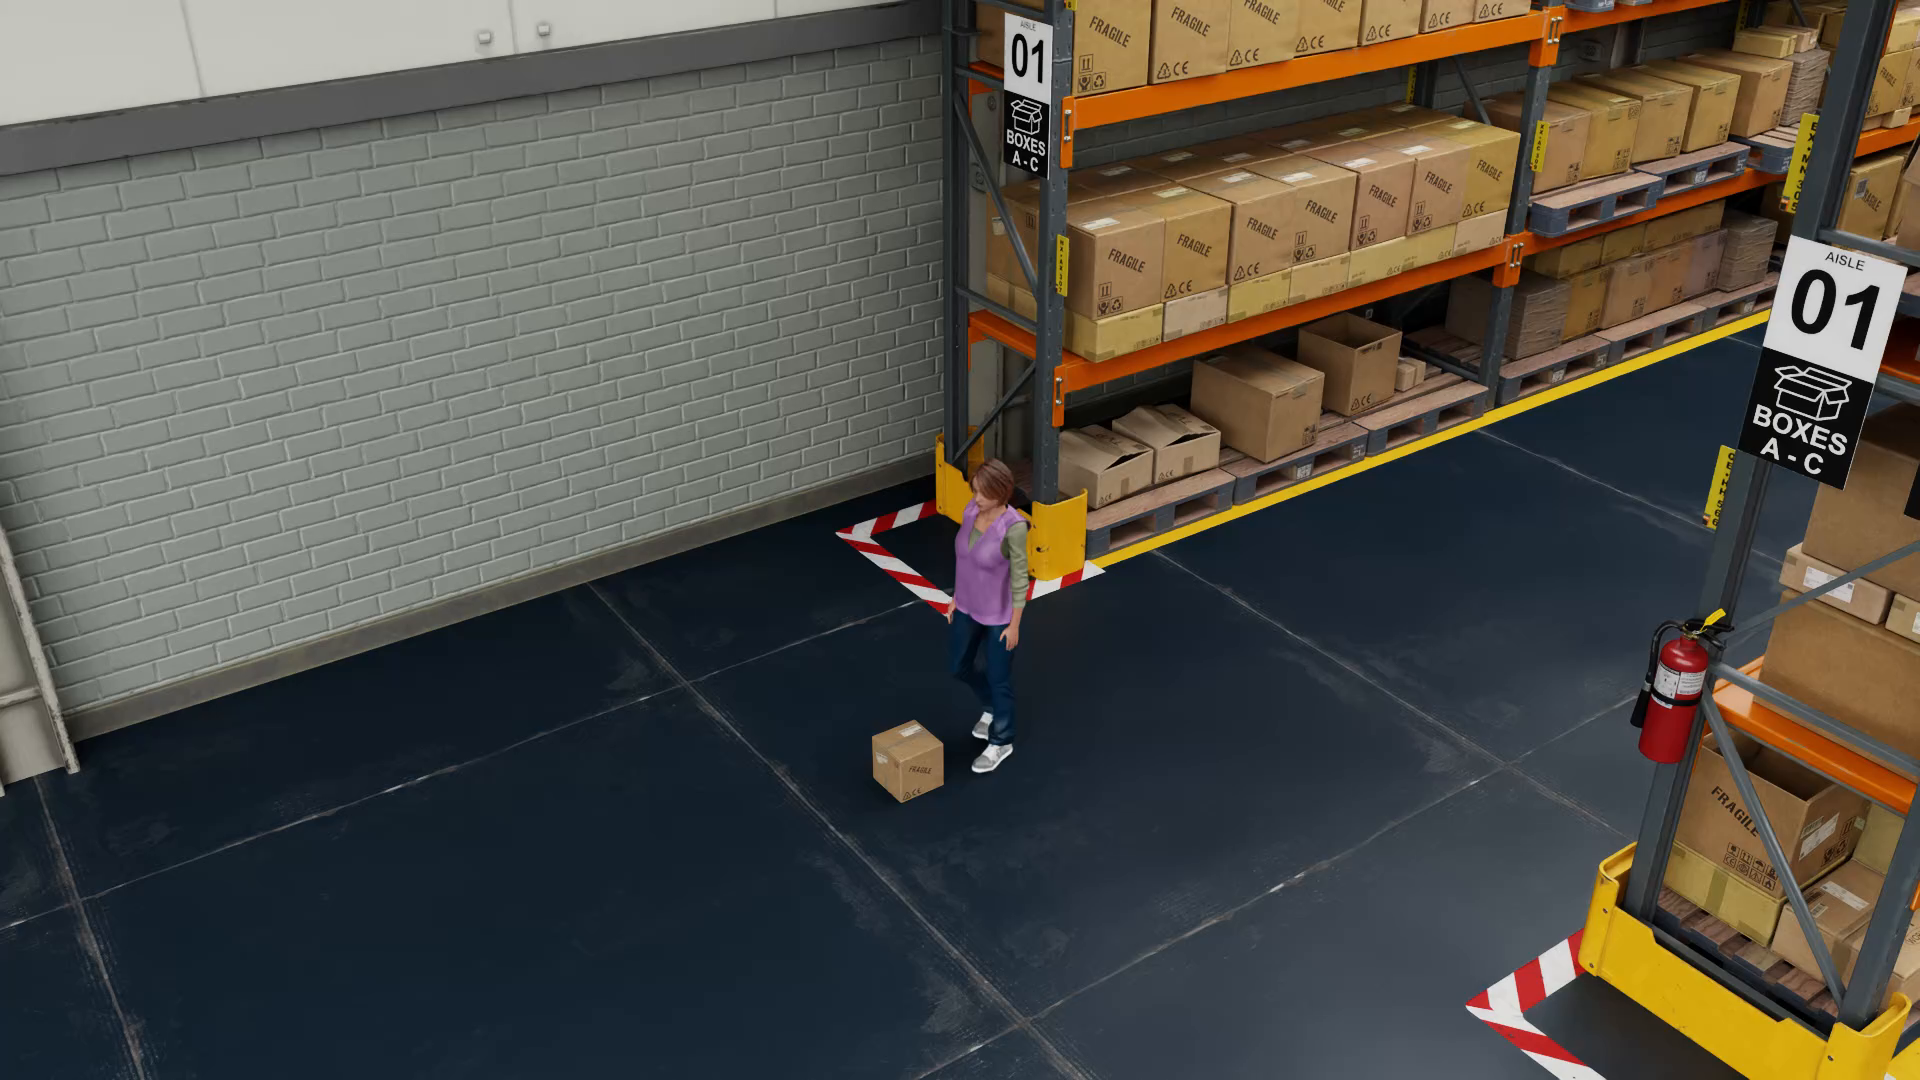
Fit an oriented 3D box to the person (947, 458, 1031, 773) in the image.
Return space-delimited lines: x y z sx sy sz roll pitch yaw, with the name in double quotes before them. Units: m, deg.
"person" 0.150 0.347 7.987 0.412 1.609 0.429 -25 37 -37
